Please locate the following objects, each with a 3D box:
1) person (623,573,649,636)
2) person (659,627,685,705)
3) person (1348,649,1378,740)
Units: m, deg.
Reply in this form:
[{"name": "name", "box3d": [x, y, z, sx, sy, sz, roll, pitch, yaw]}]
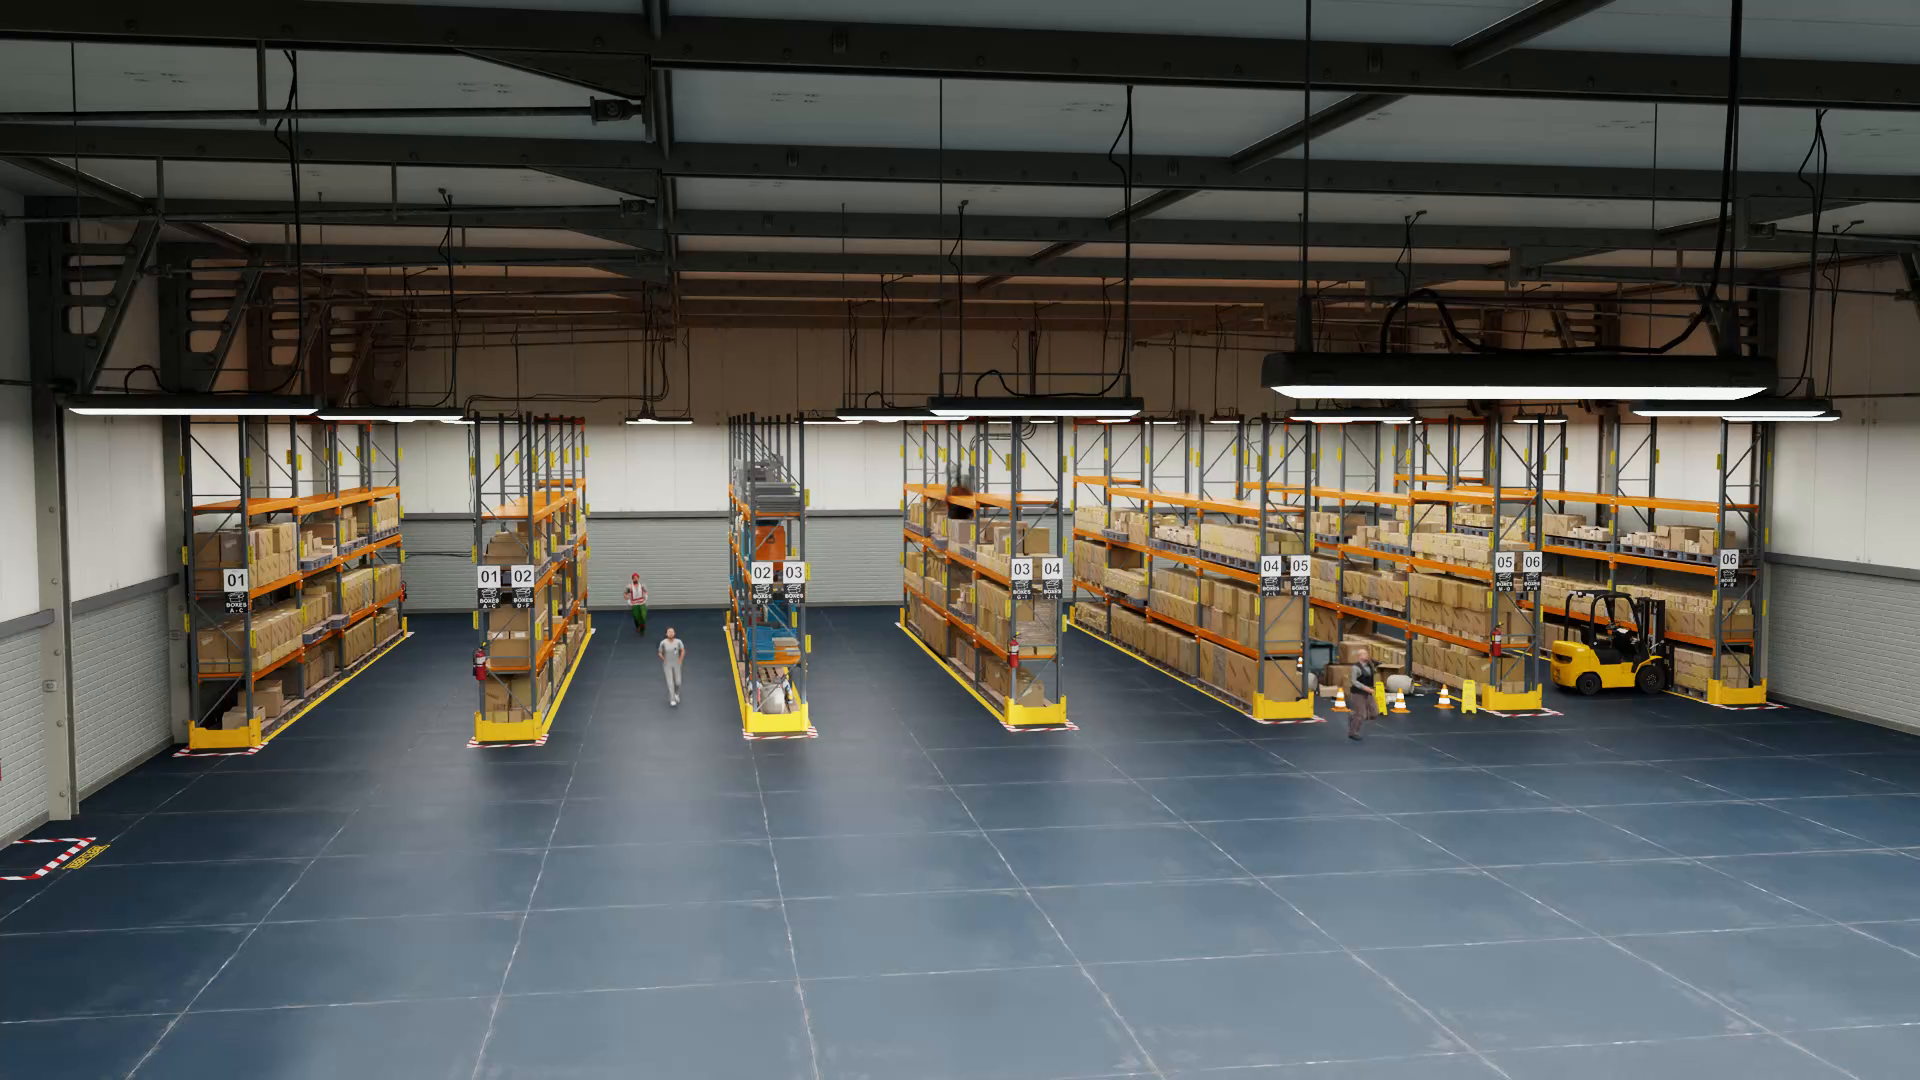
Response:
[{"name": "person", "box3d": [-8.821, 1.770, 45.464, 0.674, 1.732, 0.619, -2, 4, -23]}, {"name": "person", "box3d": [-5.895, 2.586, 34.042, 0.539, 1.626, 0.541, -1, 4, -12]}, {"name": "person", "box3d": [7.383, 2.859, 30.380, 0.685, 1.613, 0.635, -3, 5, -39]}]
